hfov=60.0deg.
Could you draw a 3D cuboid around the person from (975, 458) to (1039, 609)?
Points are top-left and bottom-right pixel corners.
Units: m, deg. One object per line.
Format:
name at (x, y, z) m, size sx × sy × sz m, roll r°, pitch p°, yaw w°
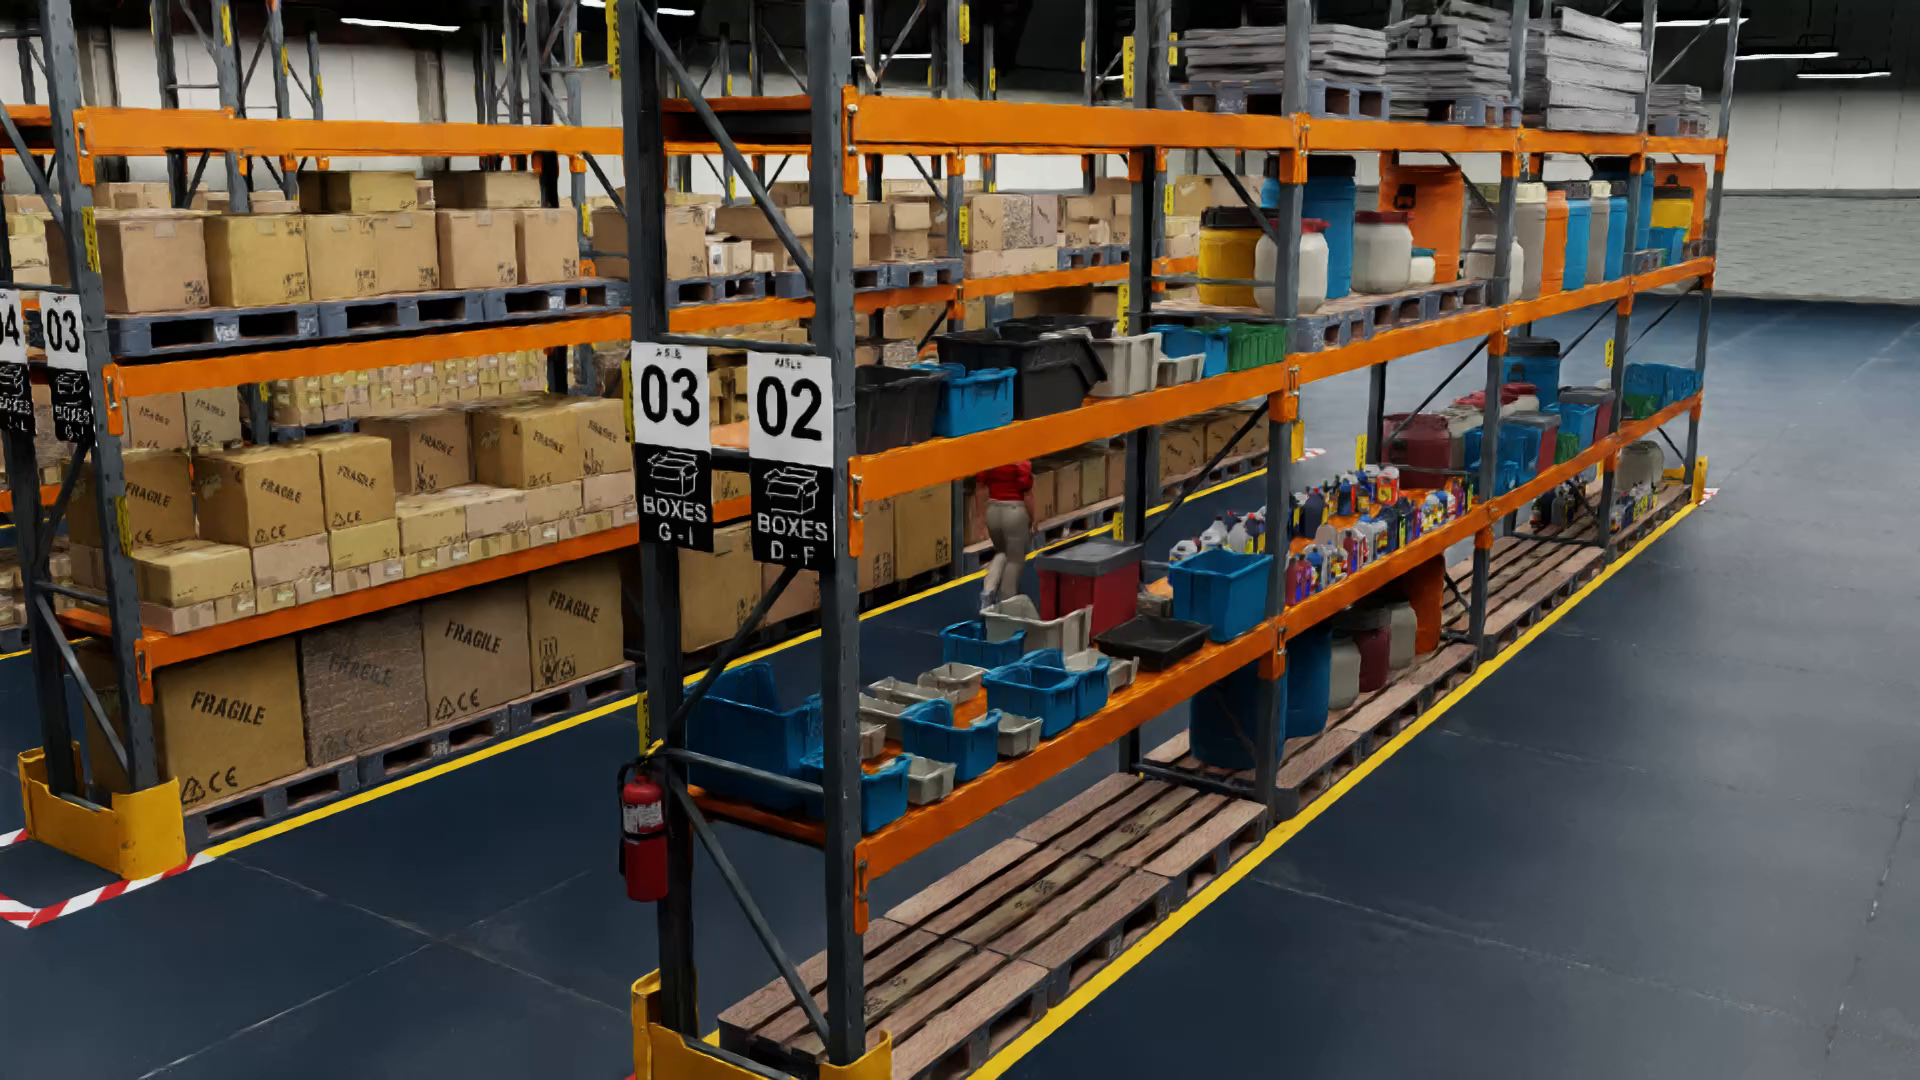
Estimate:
person at (0.434, -0.168, 14.228) m, size 0.531 × 1.743 × 0.444 m, roll 10°, pitch 16°, yaw 37°
